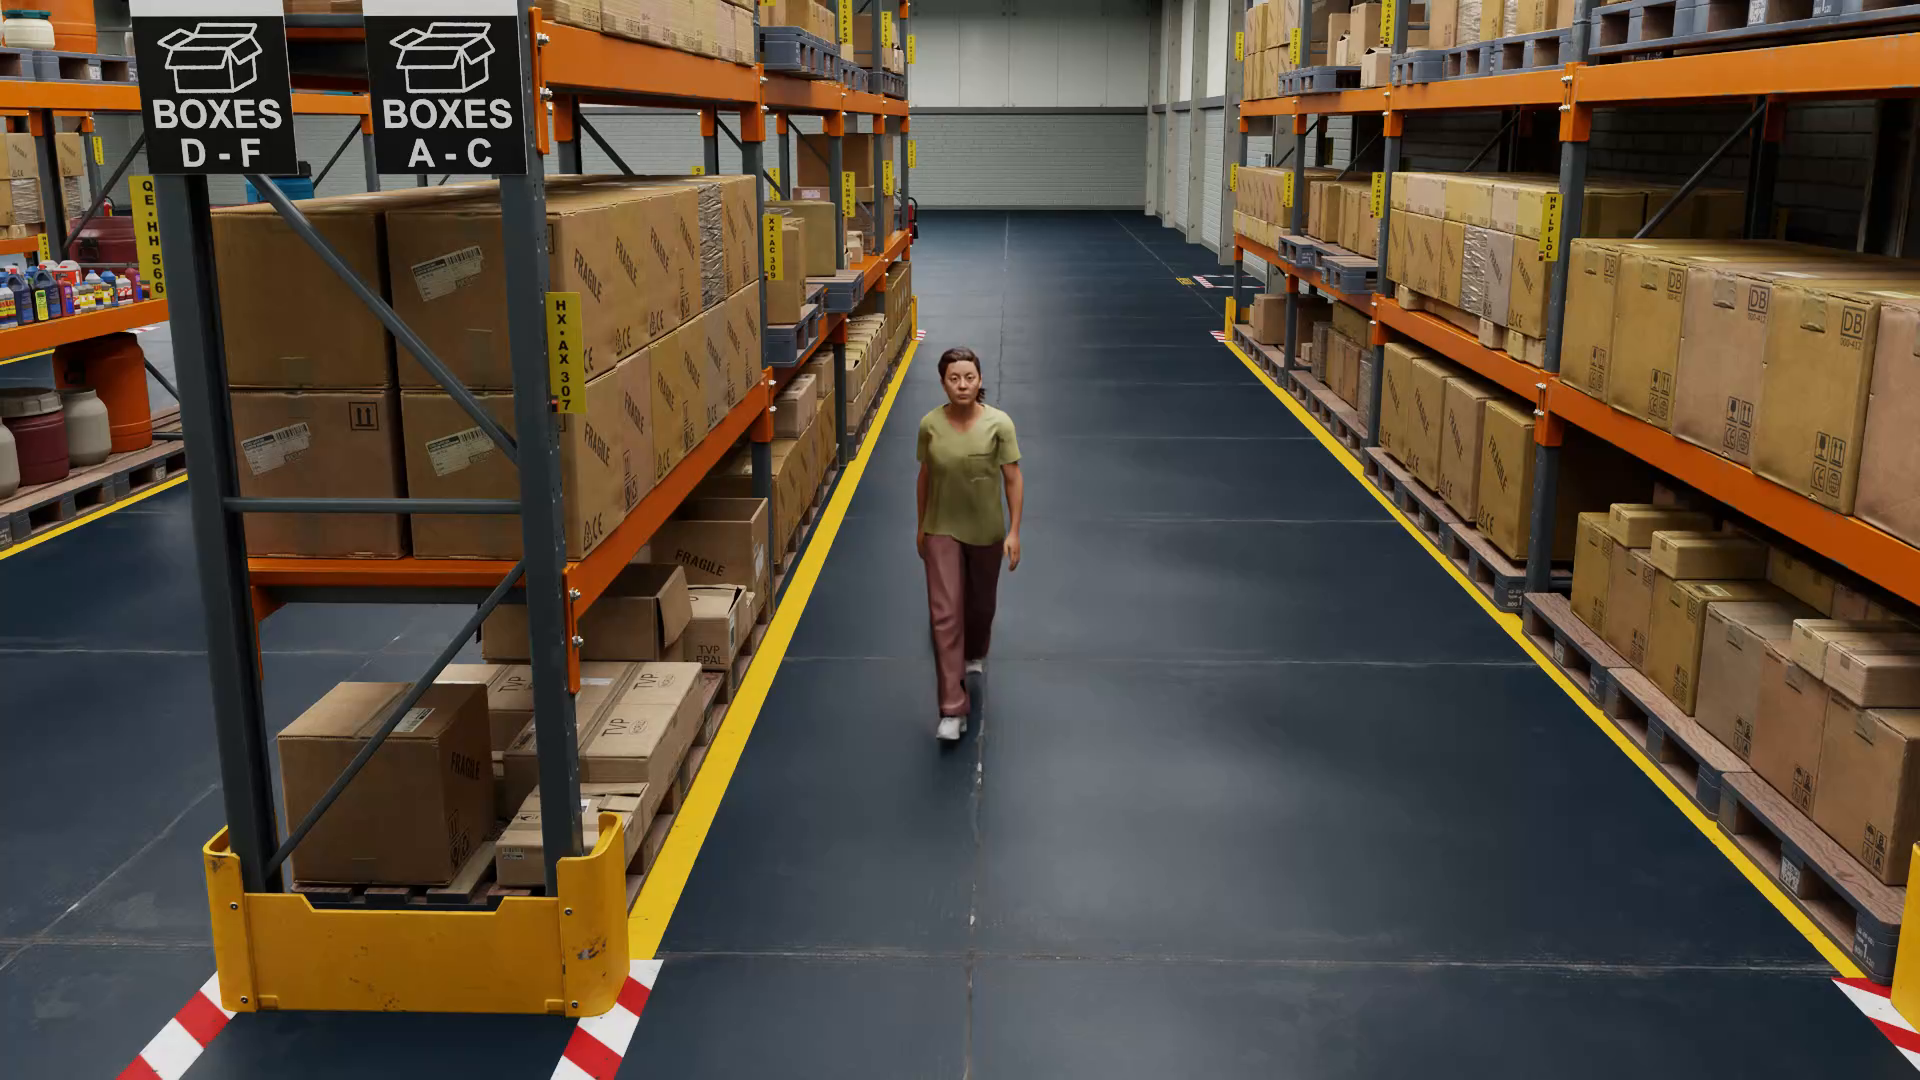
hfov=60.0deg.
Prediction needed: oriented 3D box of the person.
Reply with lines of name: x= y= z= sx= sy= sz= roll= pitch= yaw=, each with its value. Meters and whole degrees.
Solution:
person: x=0.038 y=-0.032 z=7.173 sx=0.461 sy=1.620 sz=1.037 roll=0 pitch=14 yaw=1
